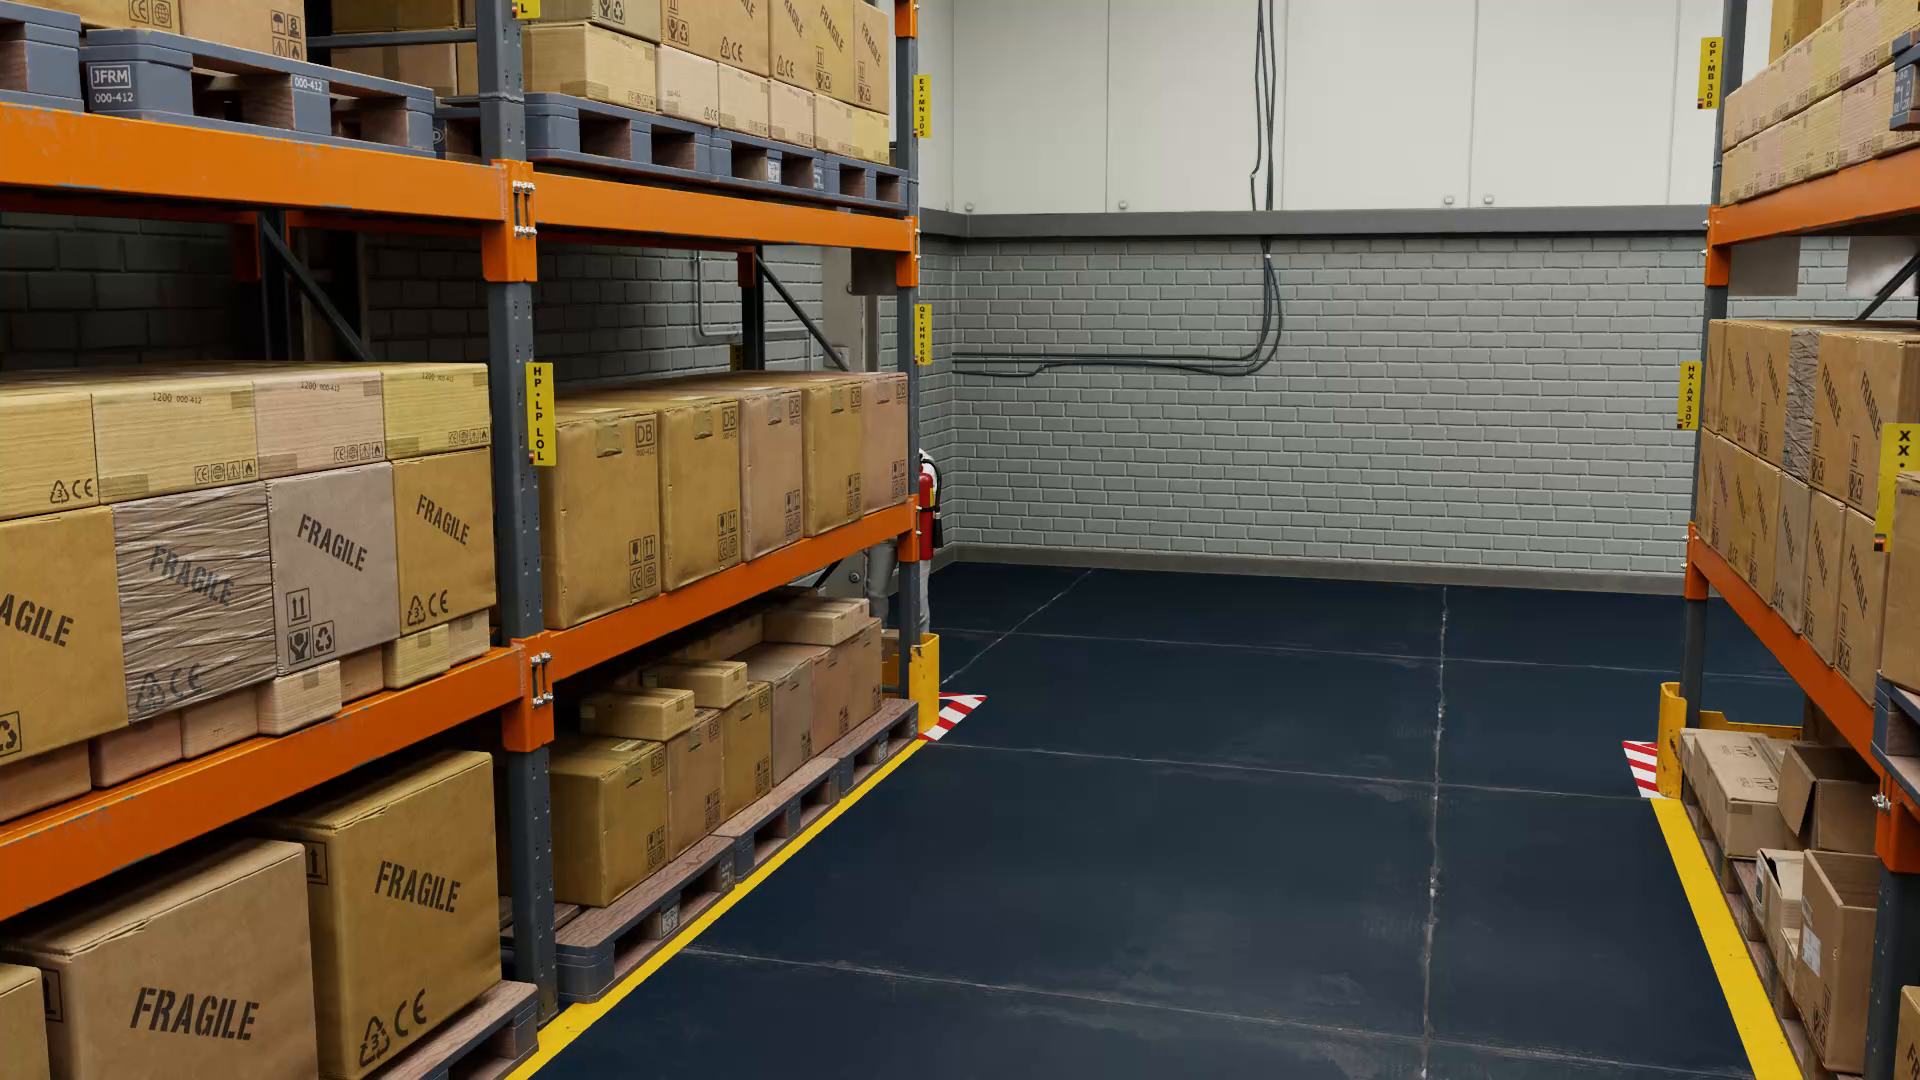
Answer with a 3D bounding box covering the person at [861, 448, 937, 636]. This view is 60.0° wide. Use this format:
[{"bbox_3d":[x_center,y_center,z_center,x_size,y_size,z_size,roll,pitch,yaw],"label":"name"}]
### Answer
[{"bbox_3d":[-0.408,-0.007,10.865,0.541,1.665,0.465,2,9,14],"label":"person"}]
